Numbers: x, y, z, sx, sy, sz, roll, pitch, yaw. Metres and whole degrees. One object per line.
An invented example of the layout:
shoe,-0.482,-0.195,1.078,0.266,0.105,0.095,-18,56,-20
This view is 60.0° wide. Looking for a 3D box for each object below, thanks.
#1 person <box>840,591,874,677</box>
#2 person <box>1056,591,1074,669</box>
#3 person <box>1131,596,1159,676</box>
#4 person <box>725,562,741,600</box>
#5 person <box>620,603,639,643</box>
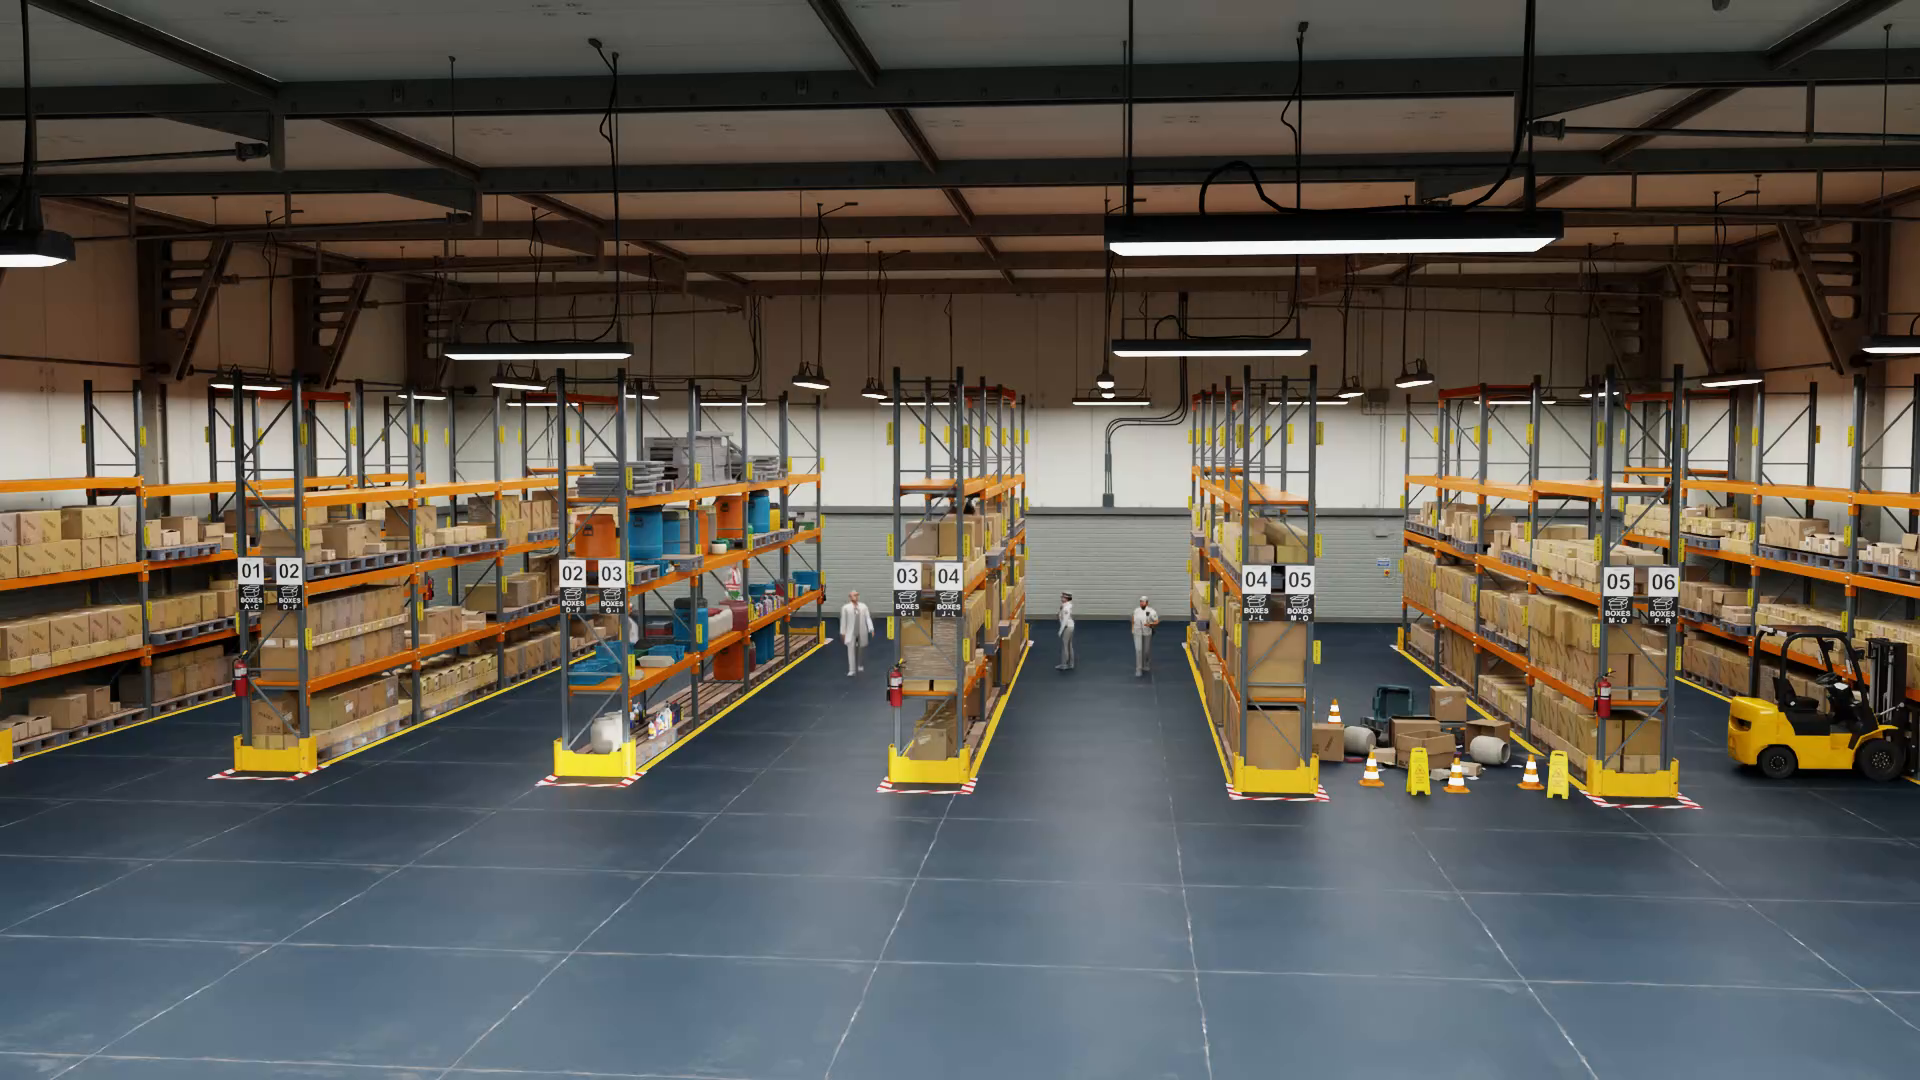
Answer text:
person,-2.093,1.925,33.718,0.704,1.660,1.126,0,4,-2
person,2.258,1.939,35.769,0.384,1.690,0.505,1,4,9
person,3.882,1.993,34.892,0.594,1.607,1.028,1,4,8
person,-6.079,1.362,44.221,0.642,1.764,0.637,1,4,10
person,-6.390,2.095,32.342,0.442,1.789,0.575,-1,4,-15
